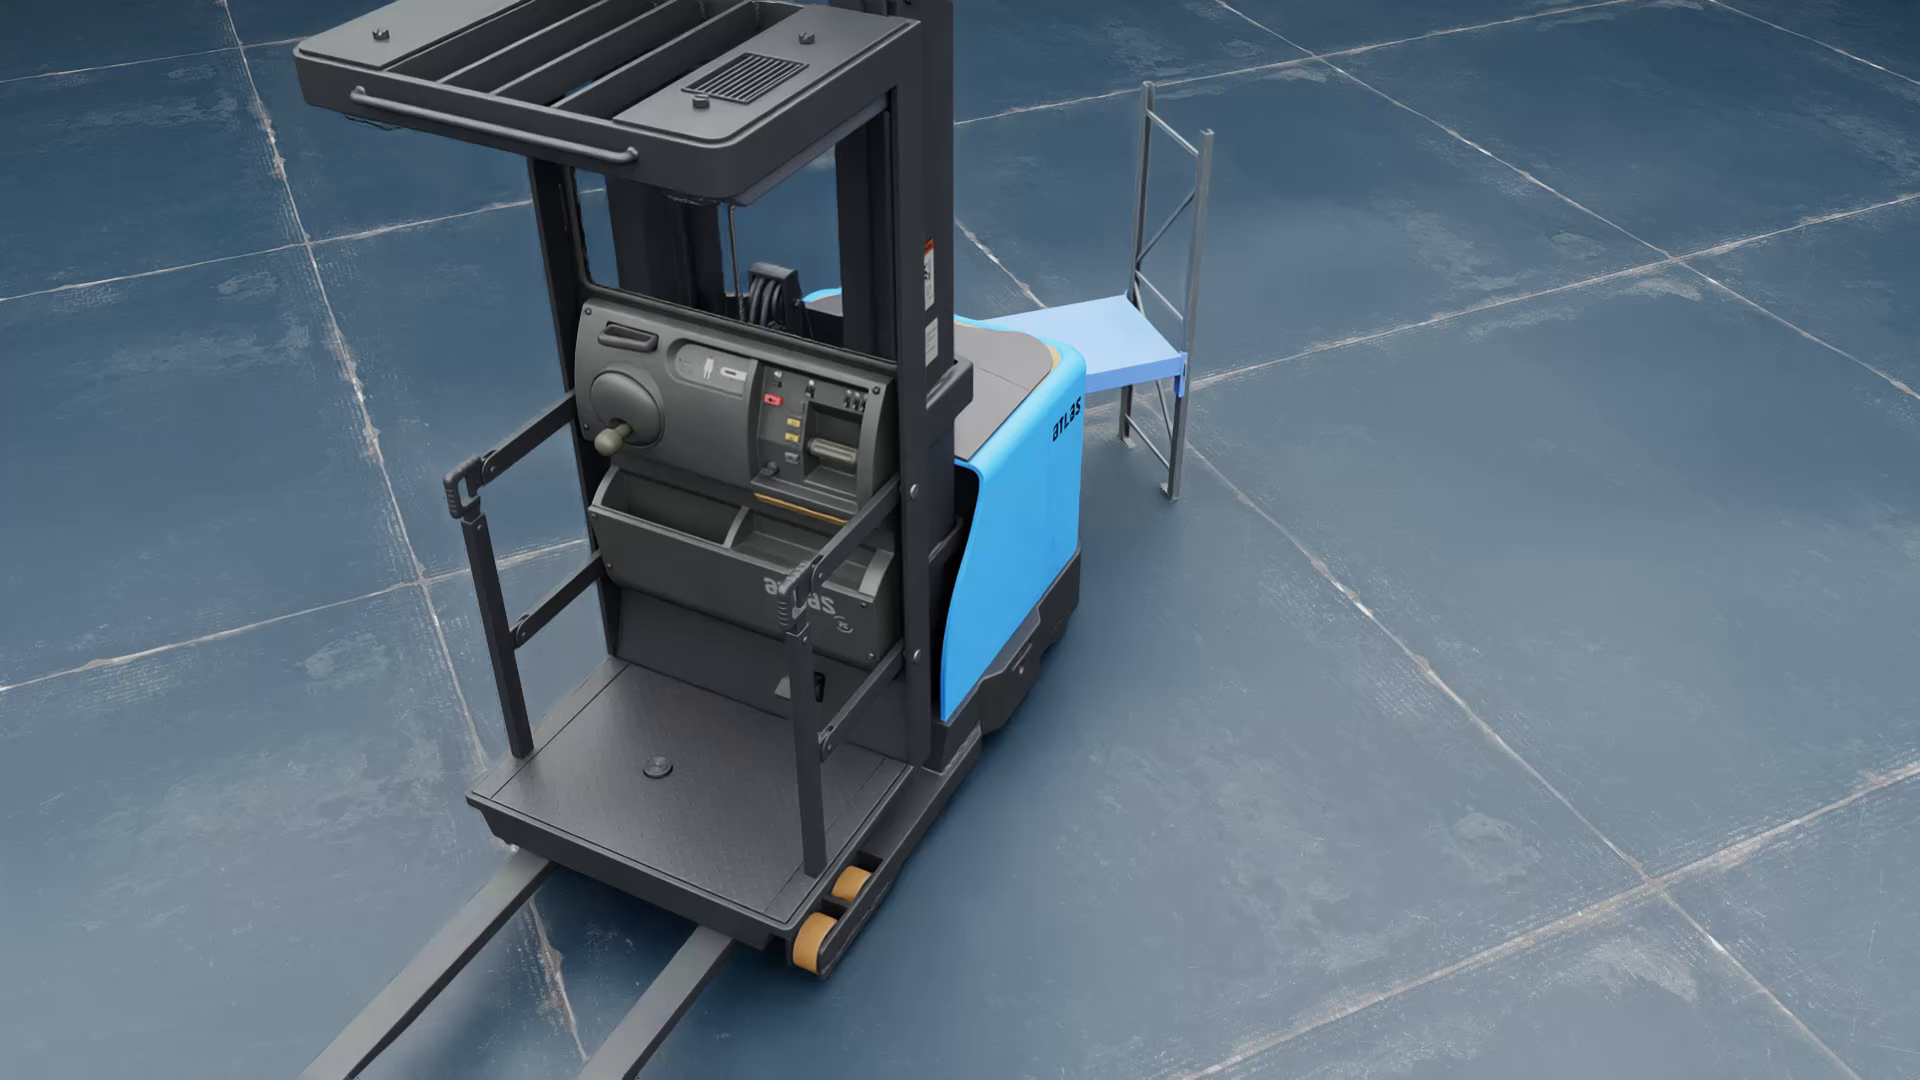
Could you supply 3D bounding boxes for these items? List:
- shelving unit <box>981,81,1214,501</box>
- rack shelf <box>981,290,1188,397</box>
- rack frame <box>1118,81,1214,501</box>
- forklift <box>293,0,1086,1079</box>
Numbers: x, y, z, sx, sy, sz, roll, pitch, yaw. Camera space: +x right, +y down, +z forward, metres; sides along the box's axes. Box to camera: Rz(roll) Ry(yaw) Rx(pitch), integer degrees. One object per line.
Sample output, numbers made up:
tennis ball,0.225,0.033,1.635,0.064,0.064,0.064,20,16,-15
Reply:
shelving unit,0.273,-0.792,6.058,1.048,1.500,0.538,-12,38,-16
rack shelf,0.273,-0.647,6.166,1.000,0.185,0.538,-12,38,-16
rack frame,0.750,-0.896,6.199,0.032,1.500,0.500,-12,38,-16
forklift,-0.705,-0.279,4.166,1.130,2.935,3.031,17,40,22
